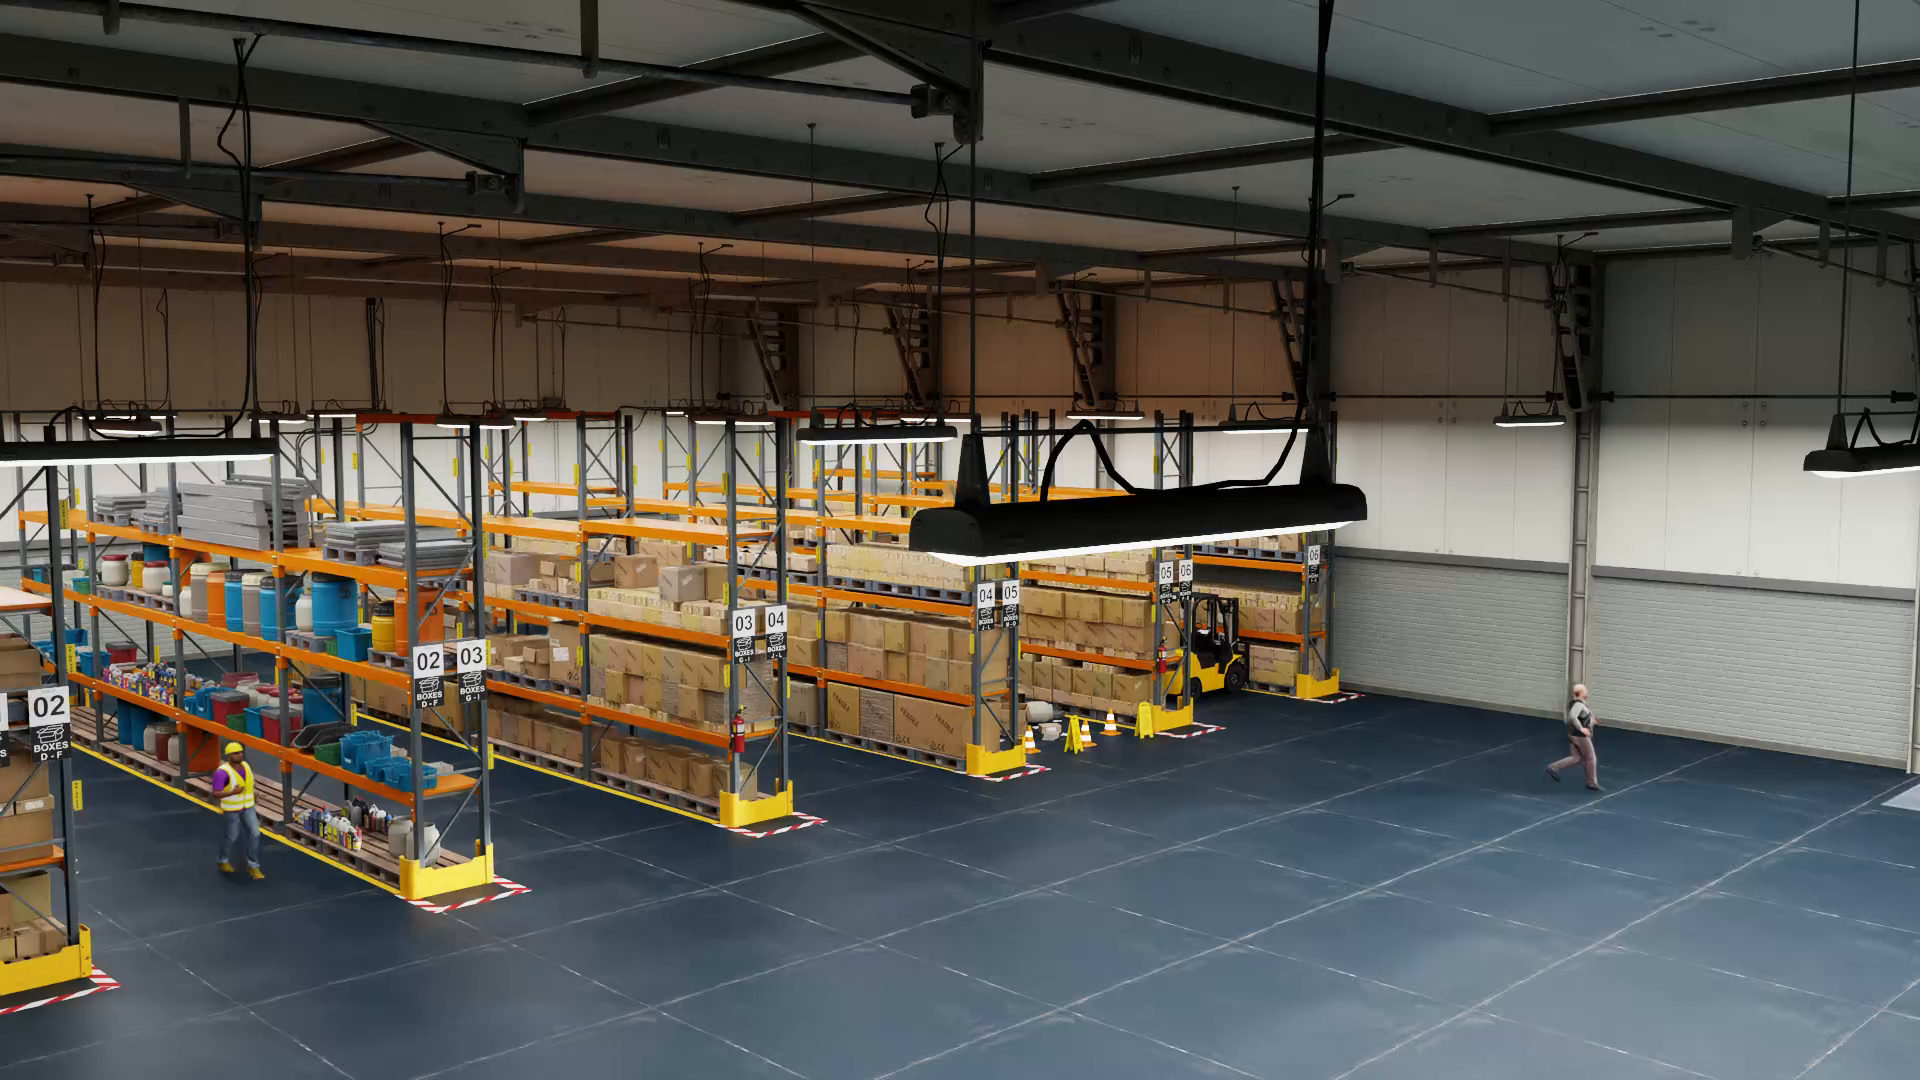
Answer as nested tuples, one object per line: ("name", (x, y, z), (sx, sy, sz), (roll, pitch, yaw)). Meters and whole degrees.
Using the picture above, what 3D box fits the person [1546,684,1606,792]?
("person", (9.896, 3.167, 26.646), (0.928, 1.727, 0.663), (0, 5, 4))

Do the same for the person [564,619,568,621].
("person", (-8.185, 2.405, 34.685), (0.700, 1.729, 1.114), (-5, 7, -43))

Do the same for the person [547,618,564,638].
("person", (-8.182, 2.464, 34.104), (0.969, 1.758, 0.656), (4, 6, 38))

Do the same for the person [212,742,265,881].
("person", (-9.480, 3.550, 21.788), (0.766, 1.819, 0.682), (3, 6, 34))
